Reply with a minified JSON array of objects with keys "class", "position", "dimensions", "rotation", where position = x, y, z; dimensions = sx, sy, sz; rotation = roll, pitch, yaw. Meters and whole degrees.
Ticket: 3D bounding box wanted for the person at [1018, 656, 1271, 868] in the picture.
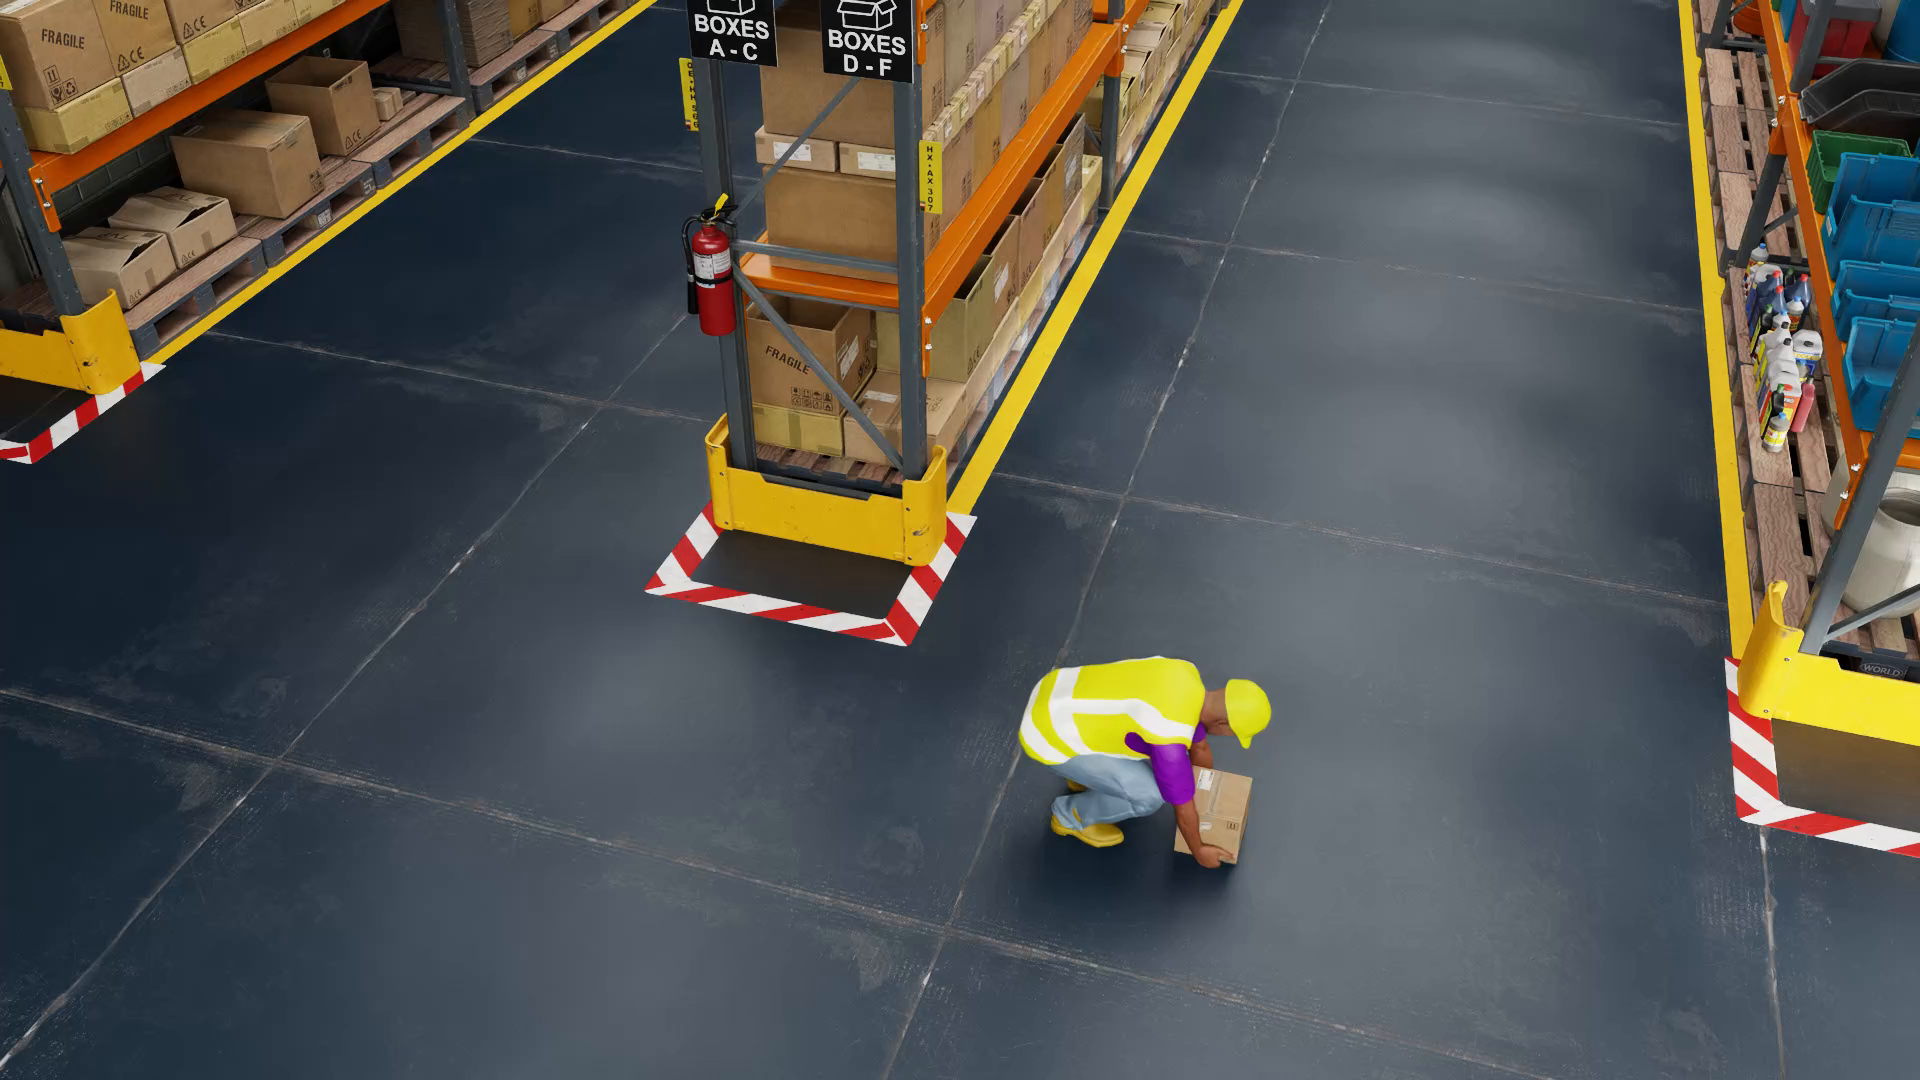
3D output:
[{"class":"person","position":[0.722,0.830,6.610],"dimensions":[0.955,0.827,0.529],"rotation":[10,38,13]}]
